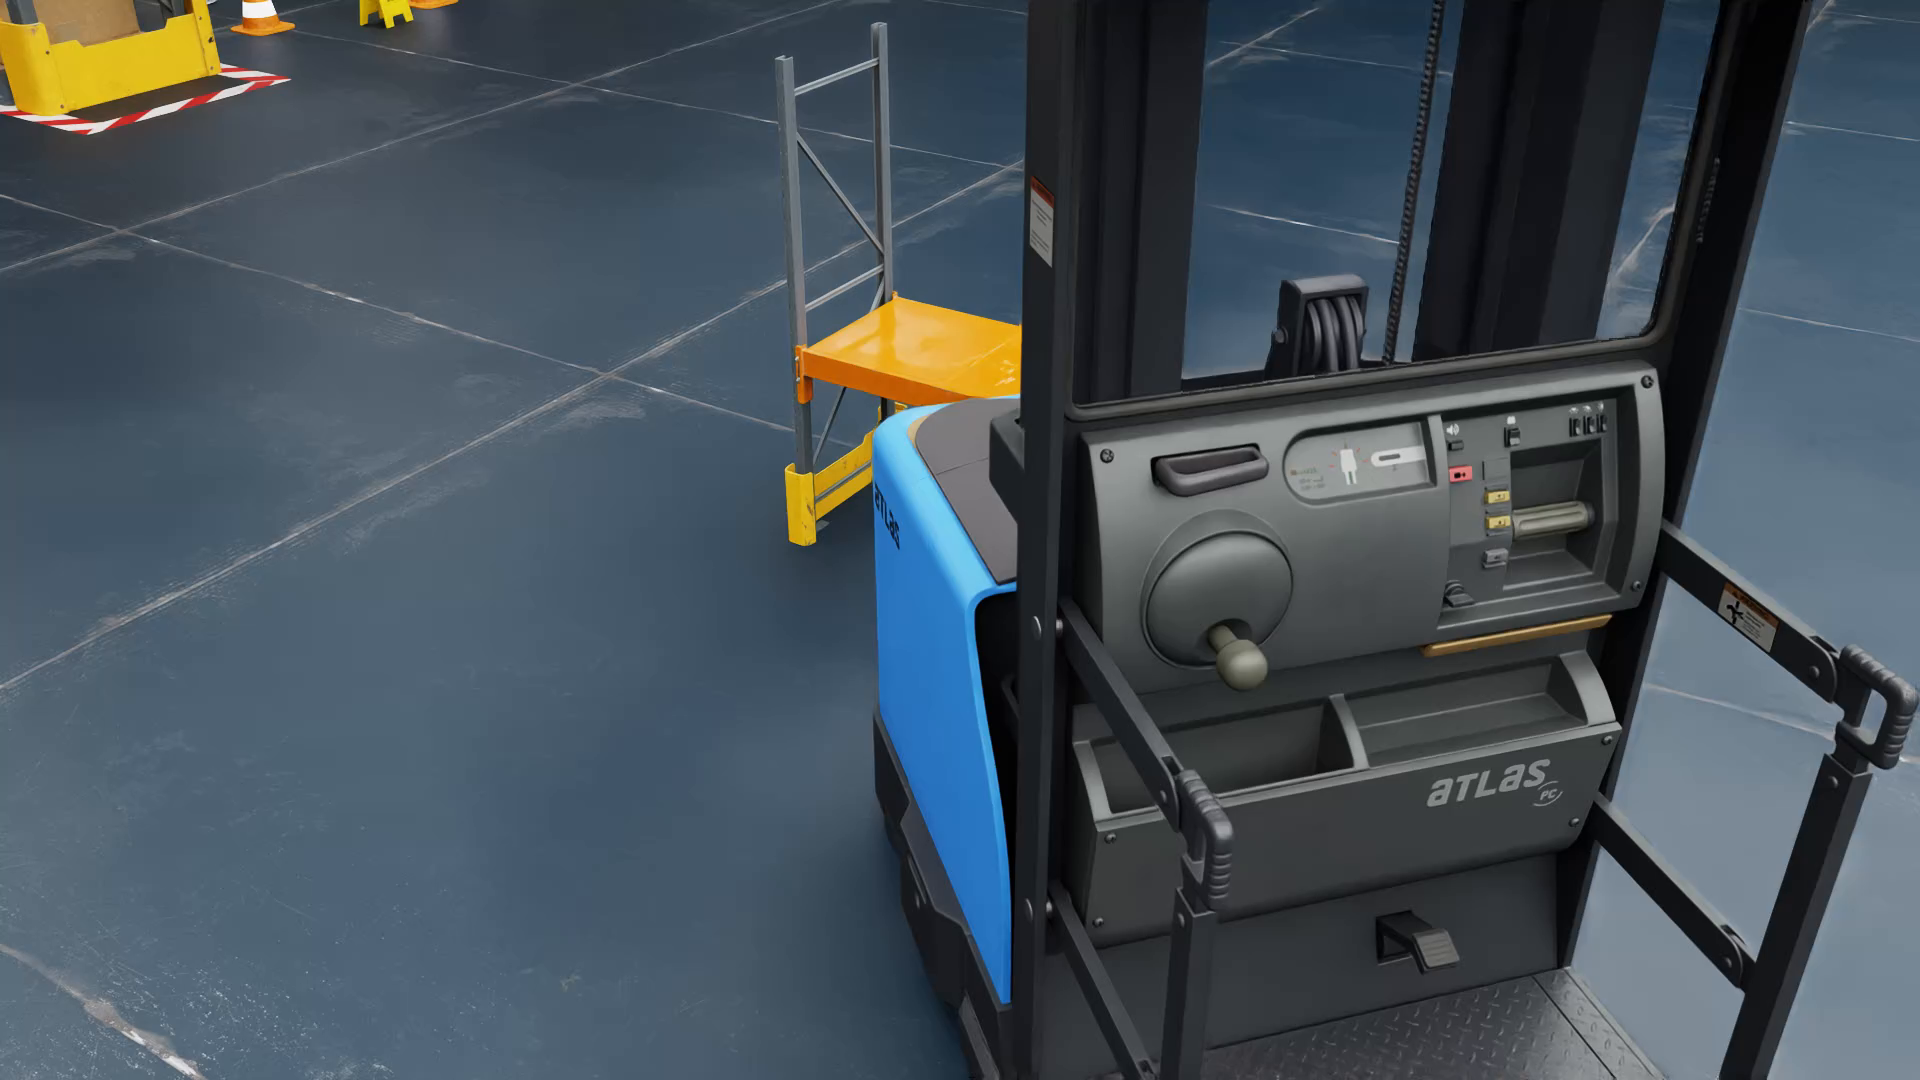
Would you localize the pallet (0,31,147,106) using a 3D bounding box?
[{"bbox_3d":[-5.673,-2.934,10.070,1.213,0.211,1.003,18,35,27],"label":"pallet"}]

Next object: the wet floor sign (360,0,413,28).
[{"bbox_3d":[-3.877,-3.778,11.086,0.232,0.644,0.267,12,32,19],"label":"wet floor sign"}]

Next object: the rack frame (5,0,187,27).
[{"bbox_3d":[-4.954,-3.958,9.057,0.127,3.000,1.000,18,35,27],"label":"rack frame"}]

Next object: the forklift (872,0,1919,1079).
[{"bbox_3d":[0.697,0.025,2.298,1.130,2.935,3.031,-8,31,-14],"label":"forklift"}]

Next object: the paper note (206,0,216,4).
[{"bbox_3d":[-5.345,-3.808,11.749,0.144,0.017,0.142,-21,36,-32],"label":"paper note"}]

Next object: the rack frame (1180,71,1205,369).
[{"bbox_3d":[0.503,-0.489,4.599,0.032,1.500,0.500,18,35,27],"label":"rack frame"}]

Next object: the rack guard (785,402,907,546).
[{"bbox_3d":[-0.357,-0.221,5.381,0.087,0.250,0.587,18,35,27],"label":"rack guard"}]

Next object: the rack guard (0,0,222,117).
[{"bbox_3d":[-4.934,-2.872,9.676,0.348,0.500,1.175,18,35,27],"label":"rack guard"}]

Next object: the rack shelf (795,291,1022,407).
[{"bbox_3d":[0.072,-0.470,4.924,1.000,0.185,0.538,18,35,27],"label":"rack shelf"}]

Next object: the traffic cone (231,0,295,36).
[{"bbox_3d":[-4.649,-3.610,10.979,0.334,0.463,0.336,18,35,27],"label":"traffic cone"}]

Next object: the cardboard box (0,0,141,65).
[{"bbox_3d":[-5.564,-3.375,9.750,0.875,0.875,0.875,18,35,28],"label":"cardboard box"}]

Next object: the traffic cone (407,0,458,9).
[{"bbox_3d":[-3.760,-4.002,11.650,0.334,0.463,0.336,18,35,27],"label":"traffic cone"}]

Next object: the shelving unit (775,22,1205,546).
[{"bbox_3d":[0.065,-0.627,4.837,1.083,1.500,0.587,18,35,27],"label":"shelving unit"}]

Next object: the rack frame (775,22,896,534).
[{"bbox_3d":[-0.358,-0.761,5.066,0.032,1.500,0.500,18,35,27],"label":"rack frame"}]
